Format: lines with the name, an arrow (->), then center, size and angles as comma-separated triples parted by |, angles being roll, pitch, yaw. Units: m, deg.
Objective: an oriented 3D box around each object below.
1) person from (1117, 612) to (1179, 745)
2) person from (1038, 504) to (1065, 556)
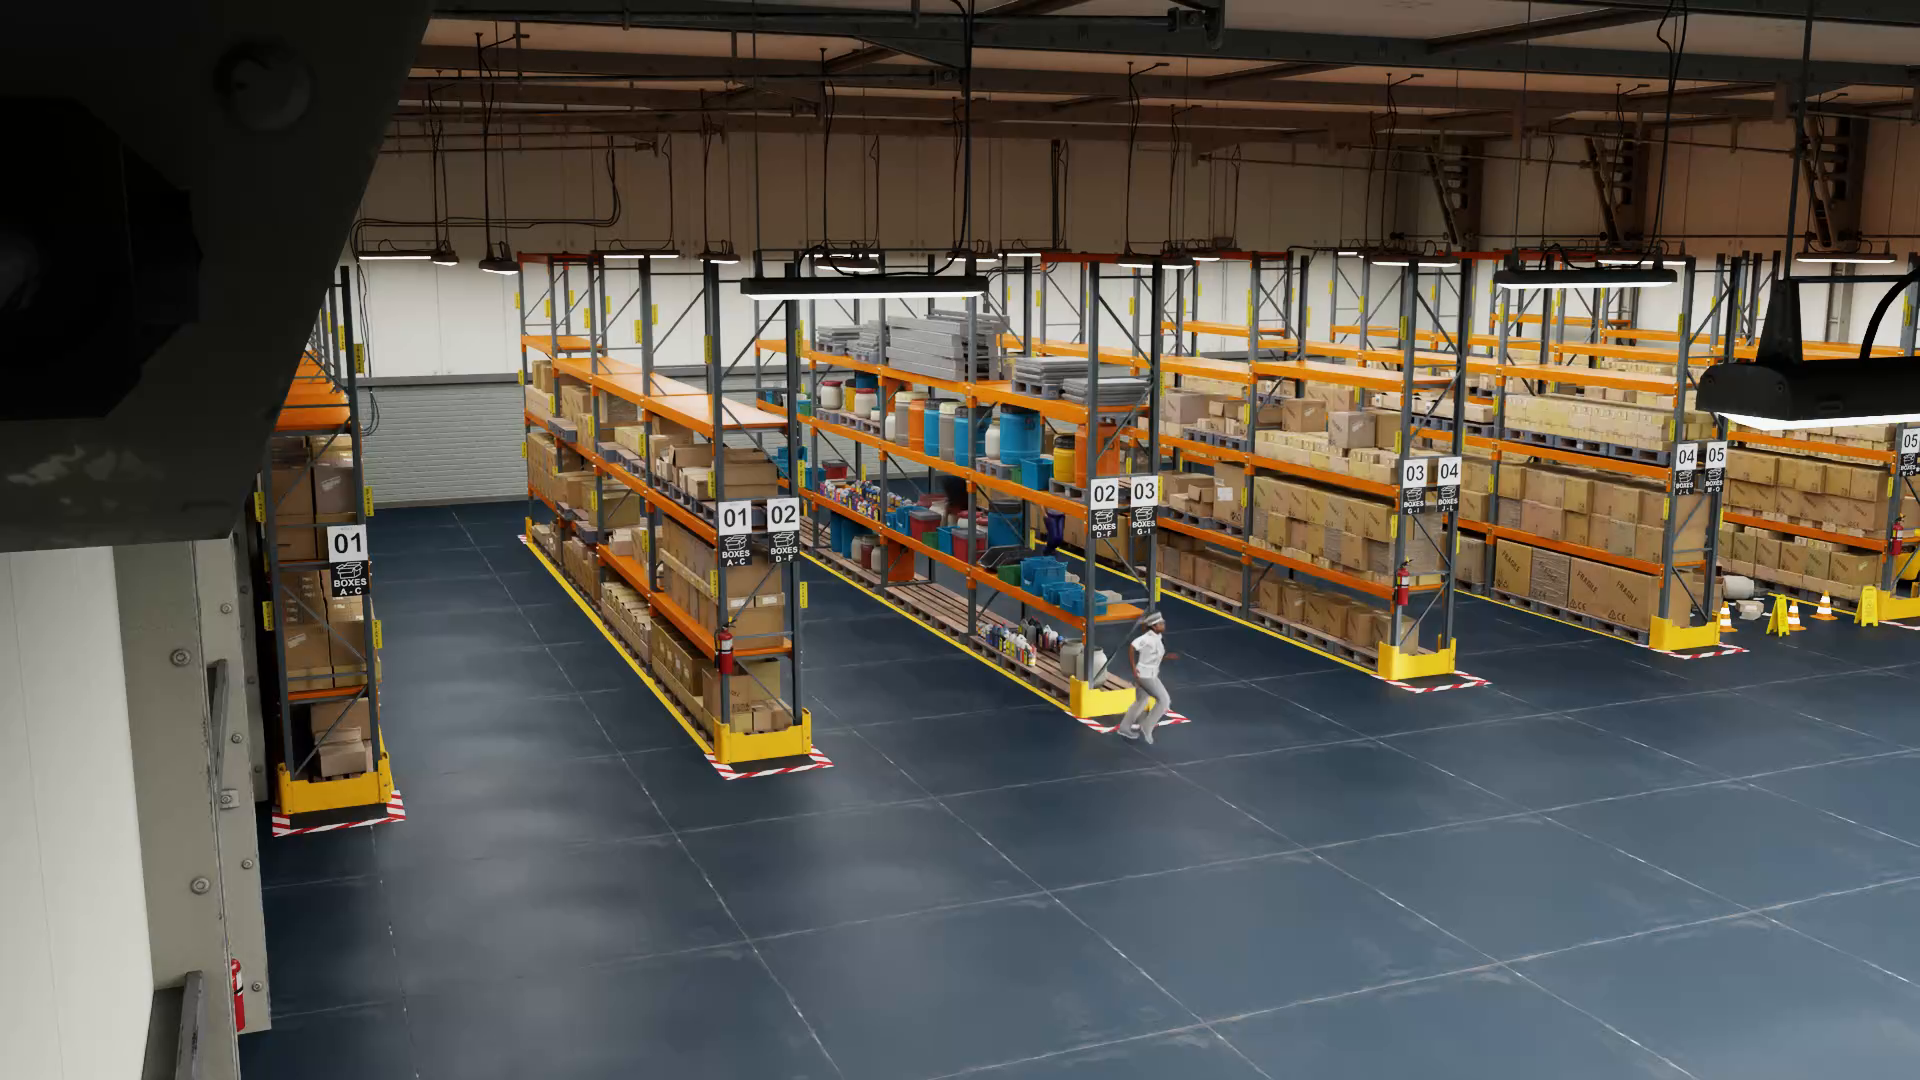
person -> 2.366, 1.731, 20.931 | 0.757, 1.708, 0.581 | 2, 11, 13
person -> 1.832, -0.356, 31.677 | 0.580, 1.650, 0.639 | -4, 11, -21
